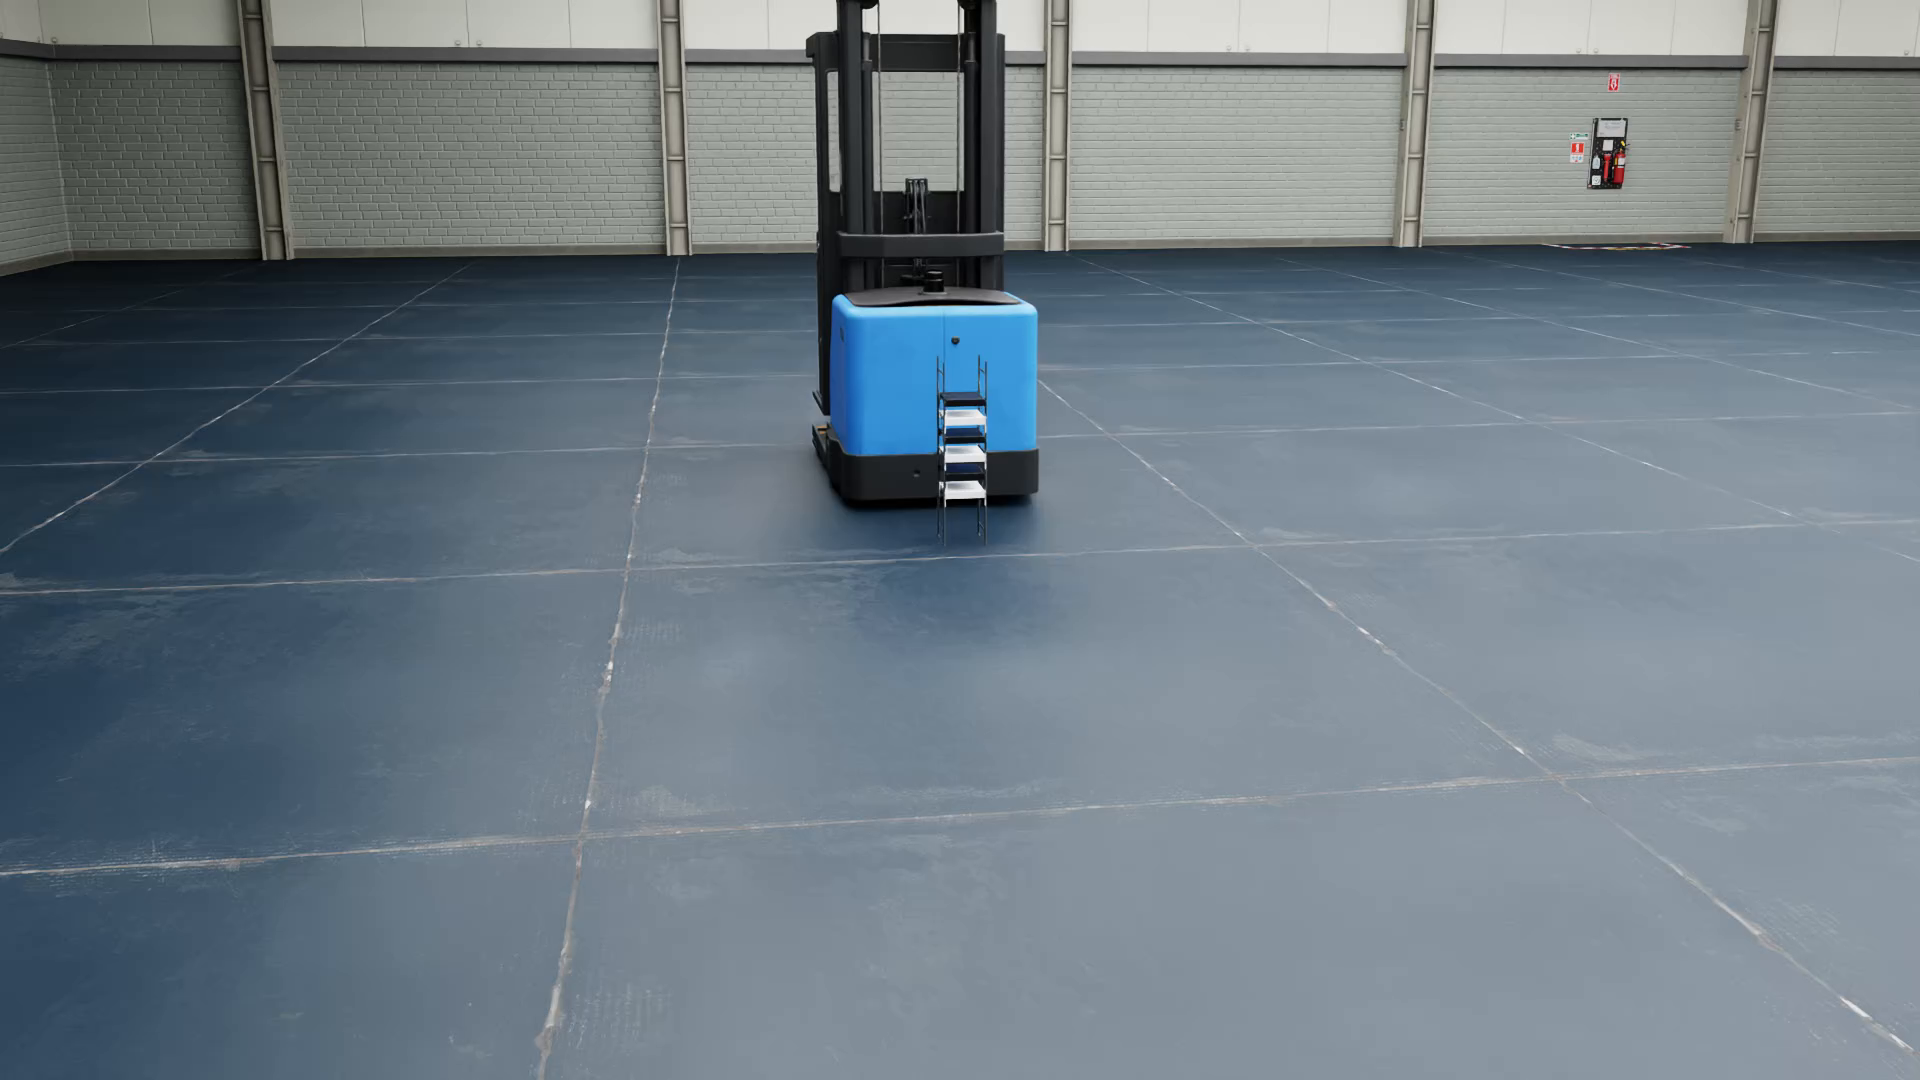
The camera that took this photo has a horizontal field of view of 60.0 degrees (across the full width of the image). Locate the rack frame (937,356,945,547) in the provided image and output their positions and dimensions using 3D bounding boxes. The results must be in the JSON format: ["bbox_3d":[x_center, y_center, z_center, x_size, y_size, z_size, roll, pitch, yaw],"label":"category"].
[{"bbox_3d":[-0.092,-0.433,8.099,0.006,0.900,0.240,-2,14,-8],"label":"rack frame"}]

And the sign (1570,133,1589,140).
[{"bbox_3d":[10.399,-6.781,27.930,0.331,0.109,0.001,-2,14,-8],"label":"sign"}]

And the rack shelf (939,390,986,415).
[{"bbox_3d":[0.008,-0.666,8.056,0.200,0.077,0.258,-2,14,-8],"label":"rack shelf"}]

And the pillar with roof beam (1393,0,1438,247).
[{"bbox_3d":[8.113,-8.241,22.582,0.400,9.000,9.100,-2,14,-8],"label":"pillar with roof beam"}]

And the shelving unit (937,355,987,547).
[{"bbox_3d":[0.008,-0.437,8.114,0.210,0.900,0.258,-2,14,-8],"label":"shelving unit"}]

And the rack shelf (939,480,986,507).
[{"bbox_3d":[0.008,-0.230,8.165,0.200,0.077,0.258,-2,14,-8],"label":"rack shelf"}]

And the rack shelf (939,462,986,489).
[{"bbox_3d":[0.008,-0.317,8.144,0.200,0.077,0.258,-2,14,-8],"label":"rack shelf"}]

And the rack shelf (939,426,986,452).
[{"bbox_3d":[0.008,-0.492,8.100,0.200,0.077,0.258,-2,14,-8],"label":"rack shelf"}]

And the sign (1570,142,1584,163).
[{"bbox_3d":[10.394,-6.526,28.002,0.234,0.329,0.001,-2,14,-8],"label":"sign"}]

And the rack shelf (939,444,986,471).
[{"bbox_3d":[0.008,-0.404,8.122,0.200,0.077,0.258,-2,14,-8],"label":"rack shelf"}]

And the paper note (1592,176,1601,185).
[{"bbox_3d":[10.770,-6.086,28.135,0.142,0.148,0.016,-2,14,-8],"label":"paper note"}]

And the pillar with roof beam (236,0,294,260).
[{"bbox_3d":[-9.686,-7.588,19.981,0.400,9.000,9.100,-2,14,-8],"label":"pillar with roof beam"}]

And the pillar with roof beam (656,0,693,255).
[{"bbox_3d":[-3.753,-7.806,20.848,0.400,9.000,9.100,-2,14,-8],"label":"pillar with roof beam"}]

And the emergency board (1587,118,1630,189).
[{"bbox_3d":[10.956,-6.503,27.988,0.643,1.169,0.194,-2,14,-8],"label":"emergency board"}]

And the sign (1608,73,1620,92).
[{"bbox_3d":[10.933,-7.652,27.800,0.199,0.298,0.001,-2,14,-8],"label":"sign"}]

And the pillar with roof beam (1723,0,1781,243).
[{"bbox_3d":[14.046,-8.458,23.449,0.400,9.000,9.100,-2,14,-8],"label":"pillar with roof beam"}]

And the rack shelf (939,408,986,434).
[{"bbox_3d":[0.008,-0.579,8.078,0.200,0.077,0.258,-2,14,-8],"label":"rack shelf"}]

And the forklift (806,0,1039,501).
[{"bbox_3d":[-0.324,-1.940,9.932,1.130,2.935,3.031,-2,14,-9],"label":"forklift"}]

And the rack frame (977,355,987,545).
[{"bbox_3d":[0.109,-0.440,8.128,0.006,0.900,0.240,-2,14,-8],"label":"rack frame"}]

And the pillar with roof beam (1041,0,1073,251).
[{"bbox_3d":[2.180,-8.023,21.715,0.400,9.000,9.100,-2,14,-8],"label":"pillar with roof beam"}]
